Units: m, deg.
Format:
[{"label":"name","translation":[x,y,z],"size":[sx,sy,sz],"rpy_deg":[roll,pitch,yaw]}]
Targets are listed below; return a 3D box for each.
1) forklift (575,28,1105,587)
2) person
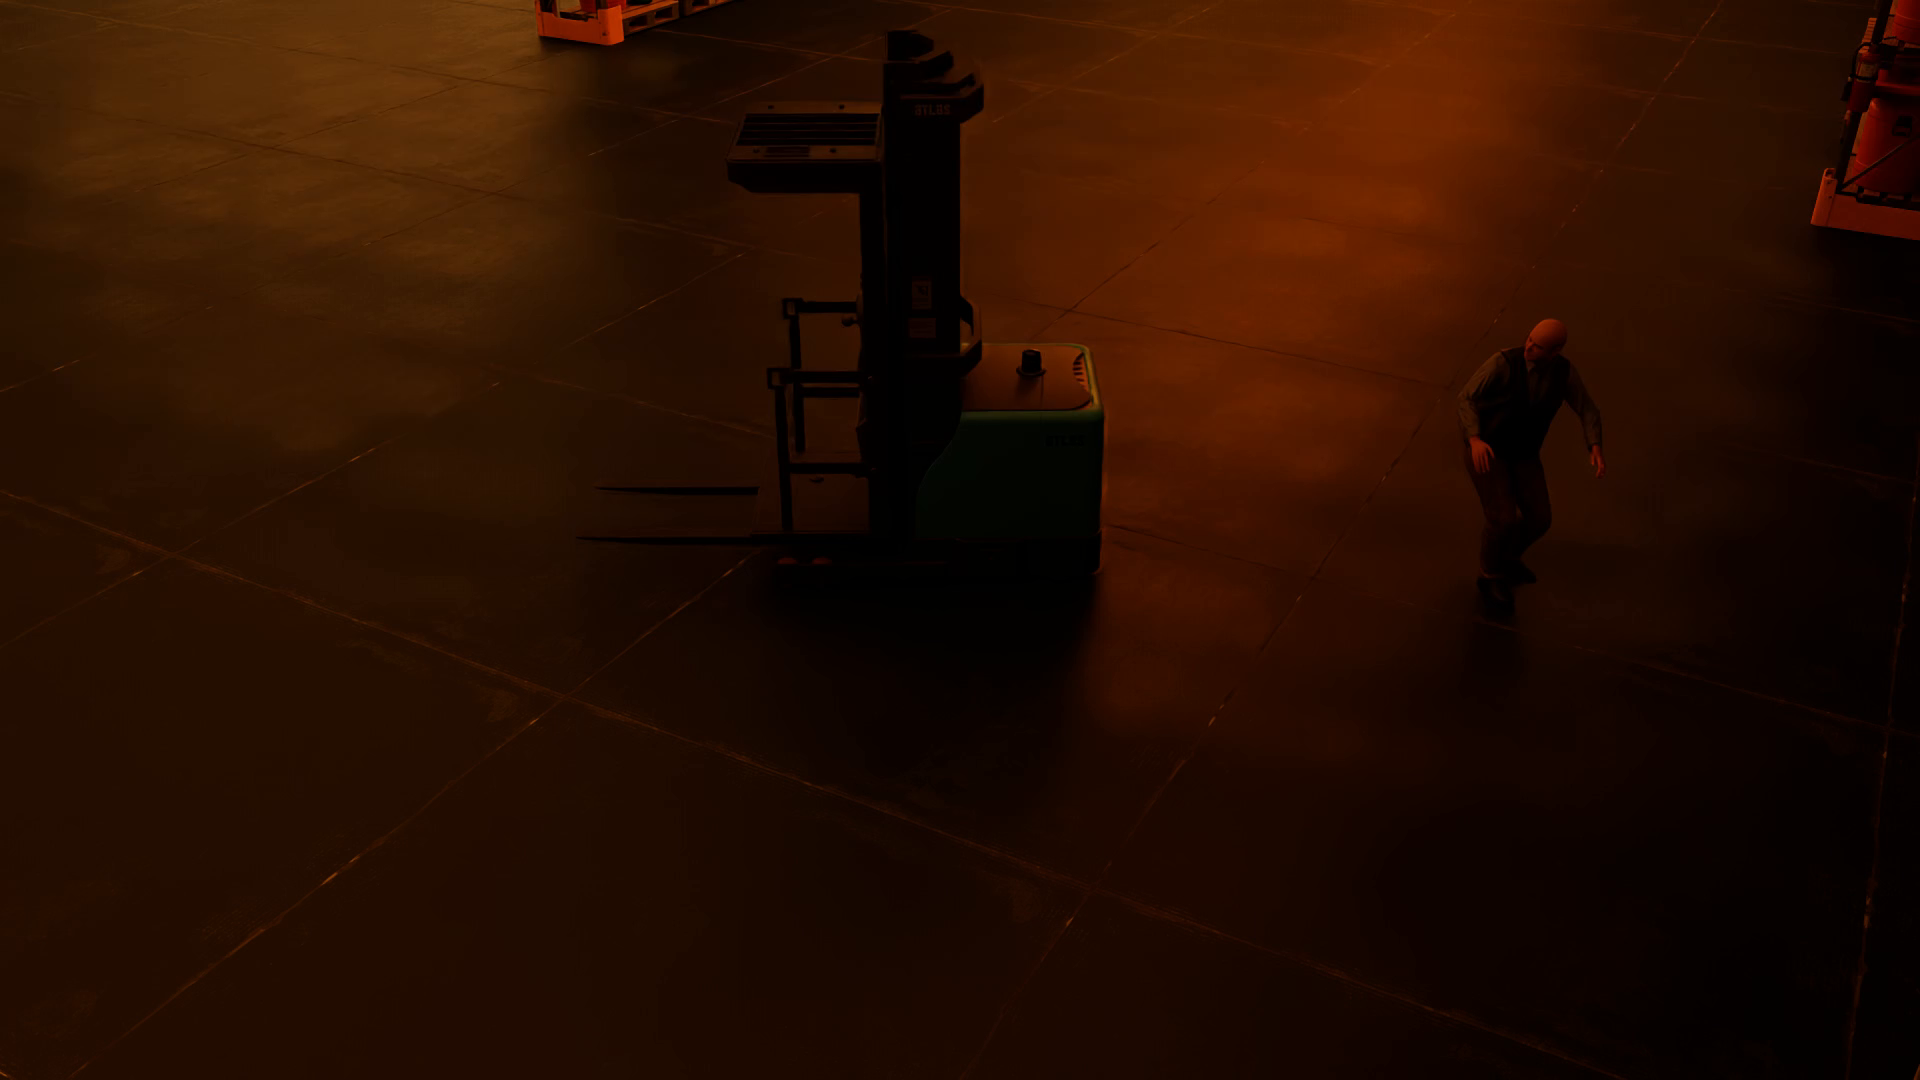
[{"label":"forklift","translation":[-0.710,-1.268,9.267],"size":[3.031,2.935,1.130],"rpy_deg":[0,30,0]},{"label":"person","translation":[3.102,-0.421,9.112],"size":[0.770,1.660,0.694],"rpy_deg":[-8,31,-13]}]
